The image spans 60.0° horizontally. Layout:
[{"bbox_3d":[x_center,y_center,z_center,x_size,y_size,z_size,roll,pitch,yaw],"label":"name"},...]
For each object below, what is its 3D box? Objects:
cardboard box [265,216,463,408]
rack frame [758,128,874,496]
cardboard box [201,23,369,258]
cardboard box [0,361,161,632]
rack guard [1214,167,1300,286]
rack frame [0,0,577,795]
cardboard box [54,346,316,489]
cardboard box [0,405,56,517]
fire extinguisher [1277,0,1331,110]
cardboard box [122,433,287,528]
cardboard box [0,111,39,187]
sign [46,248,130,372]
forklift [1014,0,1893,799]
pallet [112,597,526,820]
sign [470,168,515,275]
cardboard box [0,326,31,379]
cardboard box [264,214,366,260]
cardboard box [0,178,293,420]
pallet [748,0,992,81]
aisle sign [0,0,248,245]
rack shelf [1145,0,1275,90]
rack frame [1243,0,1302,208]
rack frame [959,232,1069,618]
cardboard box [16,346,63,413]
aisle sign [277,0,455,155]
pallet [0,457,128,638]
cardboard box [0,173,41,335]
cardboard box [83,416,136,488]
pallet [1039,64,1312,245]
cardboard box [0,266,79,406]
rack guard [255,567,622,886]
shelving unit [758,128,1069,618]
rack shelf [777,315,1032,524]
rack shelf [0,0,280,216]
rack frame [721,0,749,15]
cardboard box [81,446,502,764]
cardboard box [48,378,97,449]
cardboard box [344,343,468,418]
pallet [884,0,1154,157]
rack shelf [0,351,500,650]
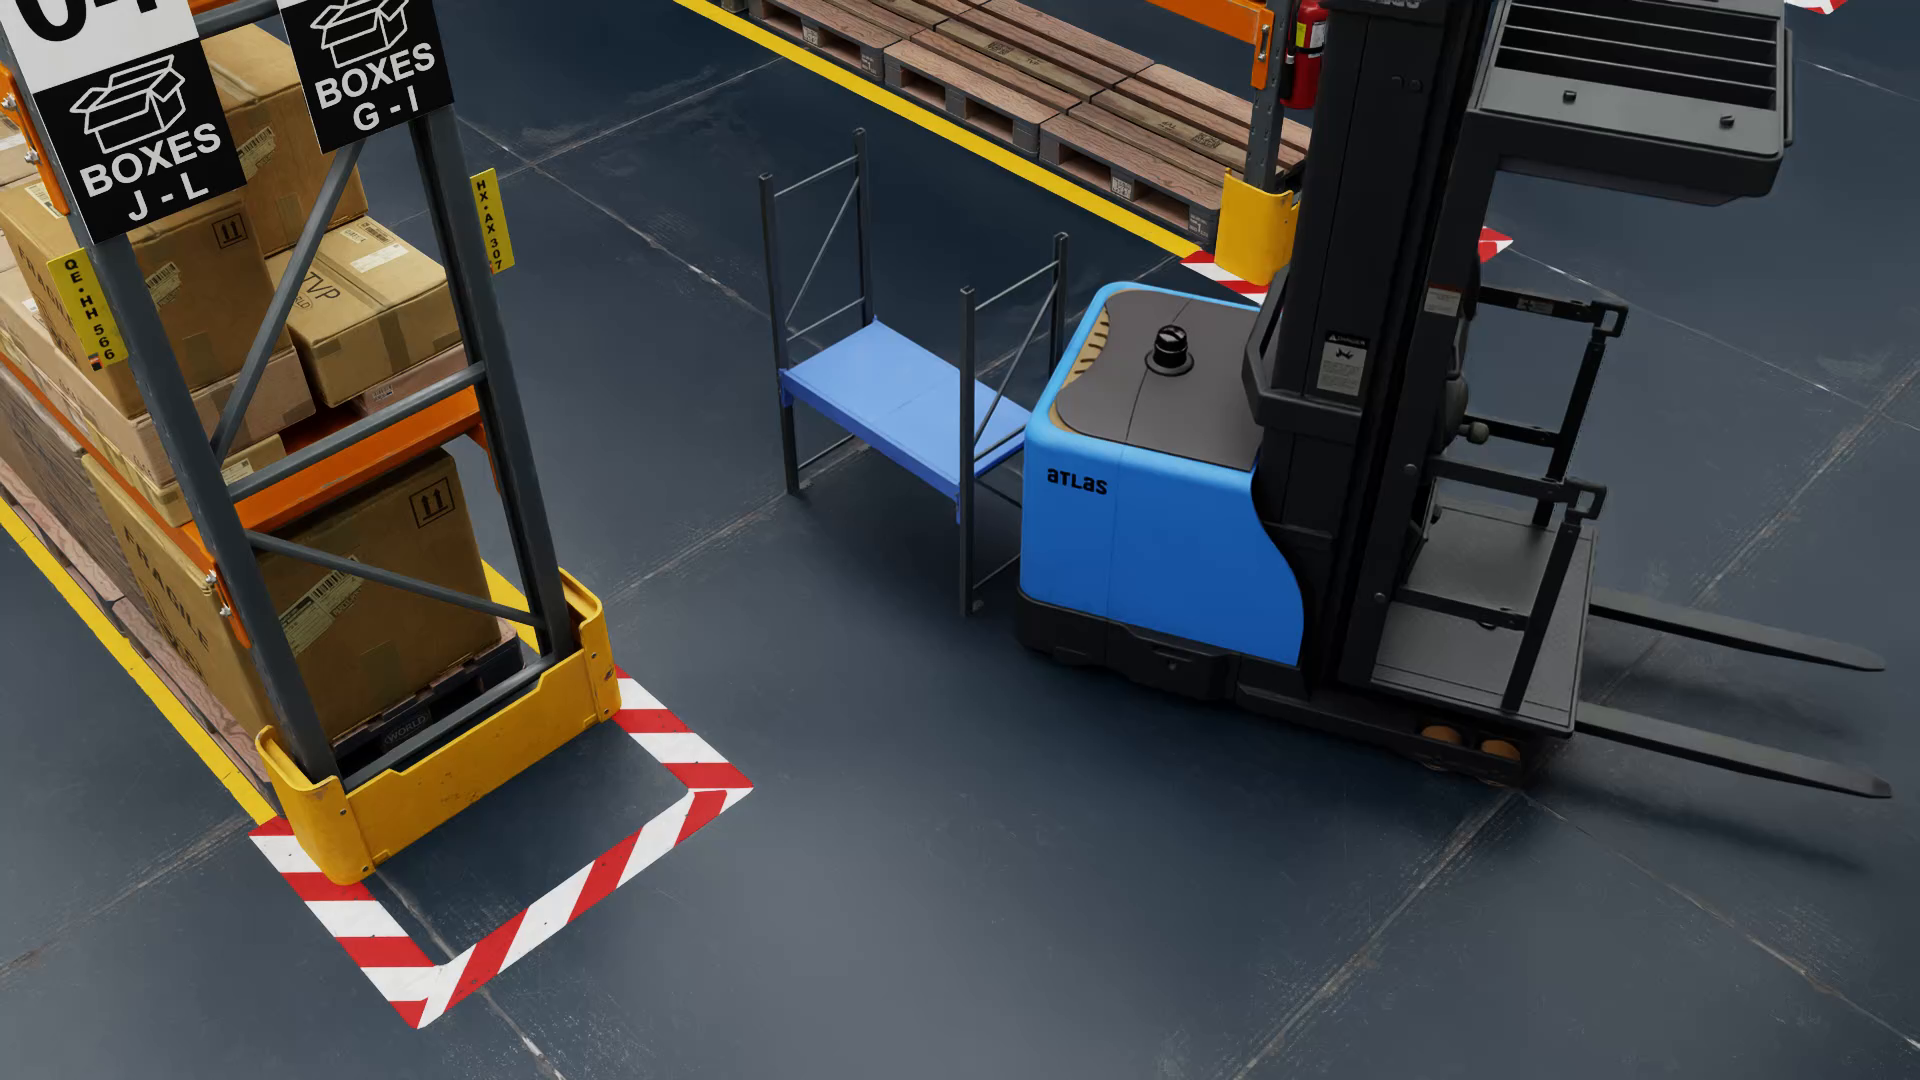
[{"bbox_3d":[-1.913,-0.725,5.216,0.500,0.250,0.500,33,52,30],"label":"cardboard box"},{"bbox_3d":[-0.536,-0.862,6.578,0.032,1.500,0.500,34,53,31],"label":"rack frame"},{"bbox_3d":[-2.266,-1.241,5.221,0.500,0.500,0.500,33,52,30],"label":"cardboard box"},{"bbox_3d":[-2.916,-0.391,6.219,0.875,0.875,0.875,-34,53,-31],"label":"cardboard box"},{"bbox_3d":[1.768,-1.761,8.288,1.175,0.500,0.348,-34,53,-31],"label":"rack guard"},{"bbox_3d":[-1.765,-0.311,4.876,1.000,3.000,0.127,-34,53,-31],"label":"rack frame"},{"bbox_3d":[-2.295,-0.471,4.941,0.500,0.250,0.500,33,52,31],"label":"cardboard box"},{"bbox_3d":[-3.545,-0.819,6.682,0.875,0.875,0.875,-34,53,-31],"label":"cardboard box"},{"bbox_3d":[1.526,-2.229,7.284,0.296,0.674,0.183,-34,53,-31],"label":"fire extinguisher"},{"bbox_3d":[-2.250,-0.232,4.976,0.380,0.149,0.250,-33,52,-31],"label":"cardboard box"},{"bbox_3d":[-3.383,-1.208,5.738,0.500,0.250,0.500,-34,52,-31],"label":"cardboard box"},{"bbox_3d":[-2.159,-0.570,4.129,0.100,0.325,0.005,-34,53,-31],"label":"sign"},{"bbox_3d":[1.777,-0.626,5.268,3.031,2.935,1.130,14,45,15],"label":"forklift"},{"bbox_3d":[-2.385,0.367,6.198,1.003,0.211,1.213,-34,53,-31],"label":"pallet"},{"bbox_3d":[-1.368,-0.921,4.840,0.100,0.325,0.005,-34,53,-31],"label":"sign"},{"bbox_3d":[-2.972,-0.722,5.506,0.250,0.149,0.380,33,52,31],"label":"cardboard box"},{"bbox_3d":[-2.285,-0.972,5.483,0.500,0.250,0.500,34,52,31],"label":"cardboard box"},{"bbox_3d":[-2.295,-0.749,4.689,0.500,0.500,0.500,-33,52,-31],"label":"cardboard box"},{"bbox_3d":[-0.536,-3.248,10.109,1.003,0.211,1.213,-34,53,-31],"label":"pallet"},{"bbox_3d":[-1.927,-1.087,3.801,0.394,0.787,0.004,-34,53,-31],"label":"aisle sign"},{"bbox_3d":[0.329,-3.382,8.729,1.077,0.370,4.000,-34,53,-31],"label":"rack shelf"},{"bbox_3d":[1.742,-2.685,7.445,1.000,3.000,0.127,-34,53,-31],"label":"rack frame"},{"bbox_3d":[0.185,-0.375,6.051,0.032,1.500,0.500,34,53,31],"label":"rack frame"},{"bbox_3d":[-2.787,-0.598,5.372,0.380,0.149,0.250,-33,52,-31],"label":"cardboard box"},{"bbox_3d":[-1.502,-1.375,4.112,0.394,0.787,0.004,-34,53,-31],"label":"aisle sign"},{"bbox_3d":[-3.242,-0.220,6.832,1.003,0.211,1.213,-34,53,-31],"label":"pallet"},{"bbox_3d":[-3.013,-0.959,5.469,0.500,0.250,0.500,32,52,30],"label":"cardboard box"},{"bbox_3d":[-2.434,-0.356,5.110,0.380,0.149,0.250,-34,52,-31],"label":"cardboard box"},{"bbox_3d":[1.187,-2.075,8.841,1.003,0.211,1.213,-34,53,-31],"label":"pallet"},{"bbox_3d":[-2.653,-0.715,5.205,0.500,0.250,0.500,33,52,31],"label":"cardboard box"},{"bbox_3d":[-1.748,0.619,5.712,1.175,0.500,0.348,-34,53,-31],"label":"rack guard"},{"bbox_3d":[-0.176,-0.619,6.314,1.048,1.500,0.538,34,53,31],"label":"shelving unit"},{"bbox_3d":[-0.176,-0.487,6.437,1.000,0.185,0.538,34,53,31],"label":"rack shelf"},{"bbox_3d":[-3.177,-2.109,5.142,1.077,0.370,4.000,-34,53,-31],"label":"rack shelf"},{"bbox_3d":[-1.083,-4.607,9.525,1.000,3.000,0.127,-34,53,-31],"label":"rack frame"},{"bbox_3d":[-2.274,0.046,5.746,0.875,0.875,0.875,-34,53,-31],"label":"cardboard box"},{"bbox_3d":[-2.612,-0.478,5.242,0.380,0.149,0.250,-34,52,-31],"label":"cardboard box"},{"bbox_3d":[-1.782,-0.547,5.317,0.380,0.149,0.250,-33,52,-31],"label":"cardboard box"},{"bbox_3d":[0.329,-2.662,9.475,1.003,0.211,1.213,-34,53,-31],"label":"pallet"},{"bbox_3d":[-3.177,-1.008,6.160,1.077,0.370,4.000,-34,53,-31],"label":"rack shelf"}]
